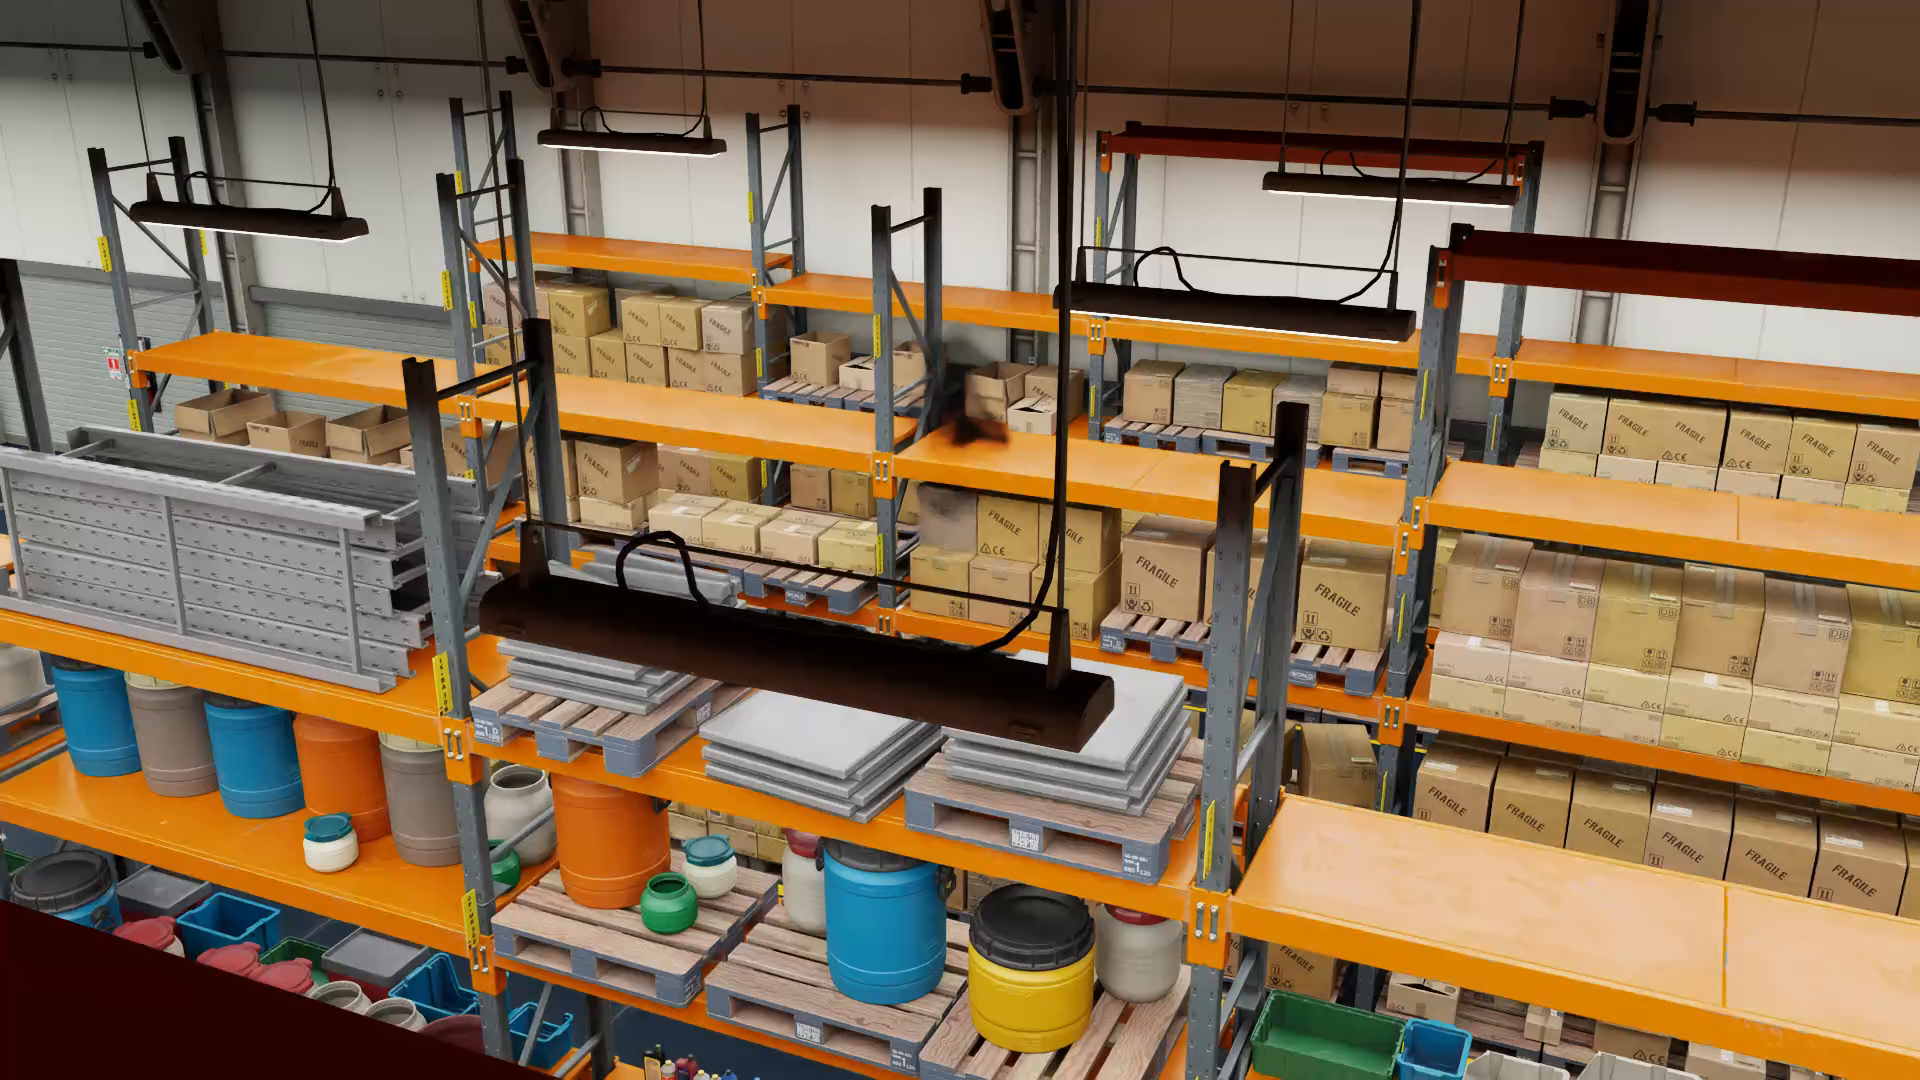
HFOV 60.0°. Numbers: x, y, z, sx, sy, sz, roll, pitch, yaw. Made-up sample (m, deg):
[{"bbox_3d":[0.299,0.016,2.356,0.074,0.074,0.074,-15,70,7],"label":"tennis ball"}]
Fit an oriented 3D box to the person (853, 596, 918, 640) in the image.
[{"bbox_3d":[-0.724,1.273,15.898,0.974,1.820,0.695,6,21,14],"label":"person"}]
